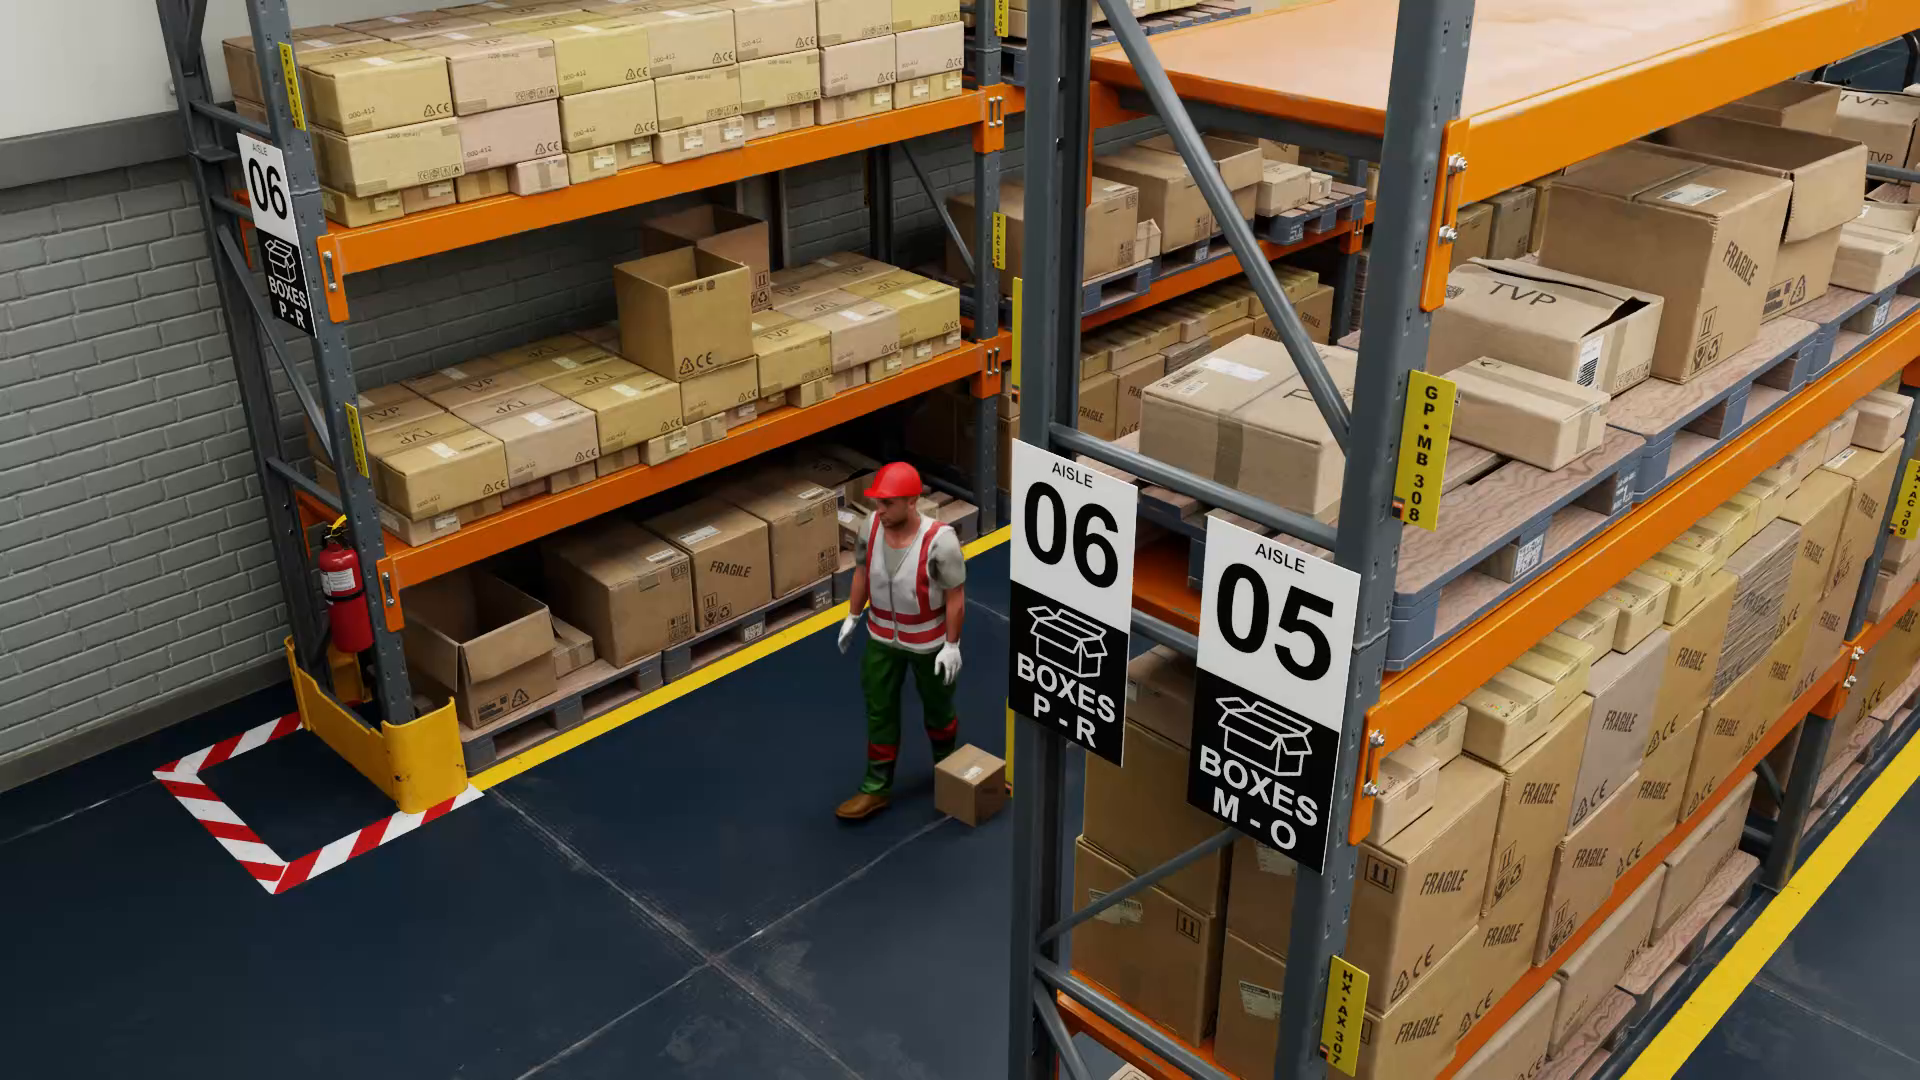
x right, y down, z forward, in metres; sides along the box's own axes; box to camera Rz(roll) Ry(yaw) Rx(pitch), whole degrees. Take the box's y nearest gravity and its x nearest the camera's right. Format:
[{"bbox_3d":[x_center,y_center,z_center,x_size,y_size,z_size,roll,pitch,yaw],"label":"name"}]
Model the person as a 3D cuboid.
[{"bbox_3d":[-0.287,0.464,7.695,0.649,1.790,0.639,11,29,20],"label":"person"}]
